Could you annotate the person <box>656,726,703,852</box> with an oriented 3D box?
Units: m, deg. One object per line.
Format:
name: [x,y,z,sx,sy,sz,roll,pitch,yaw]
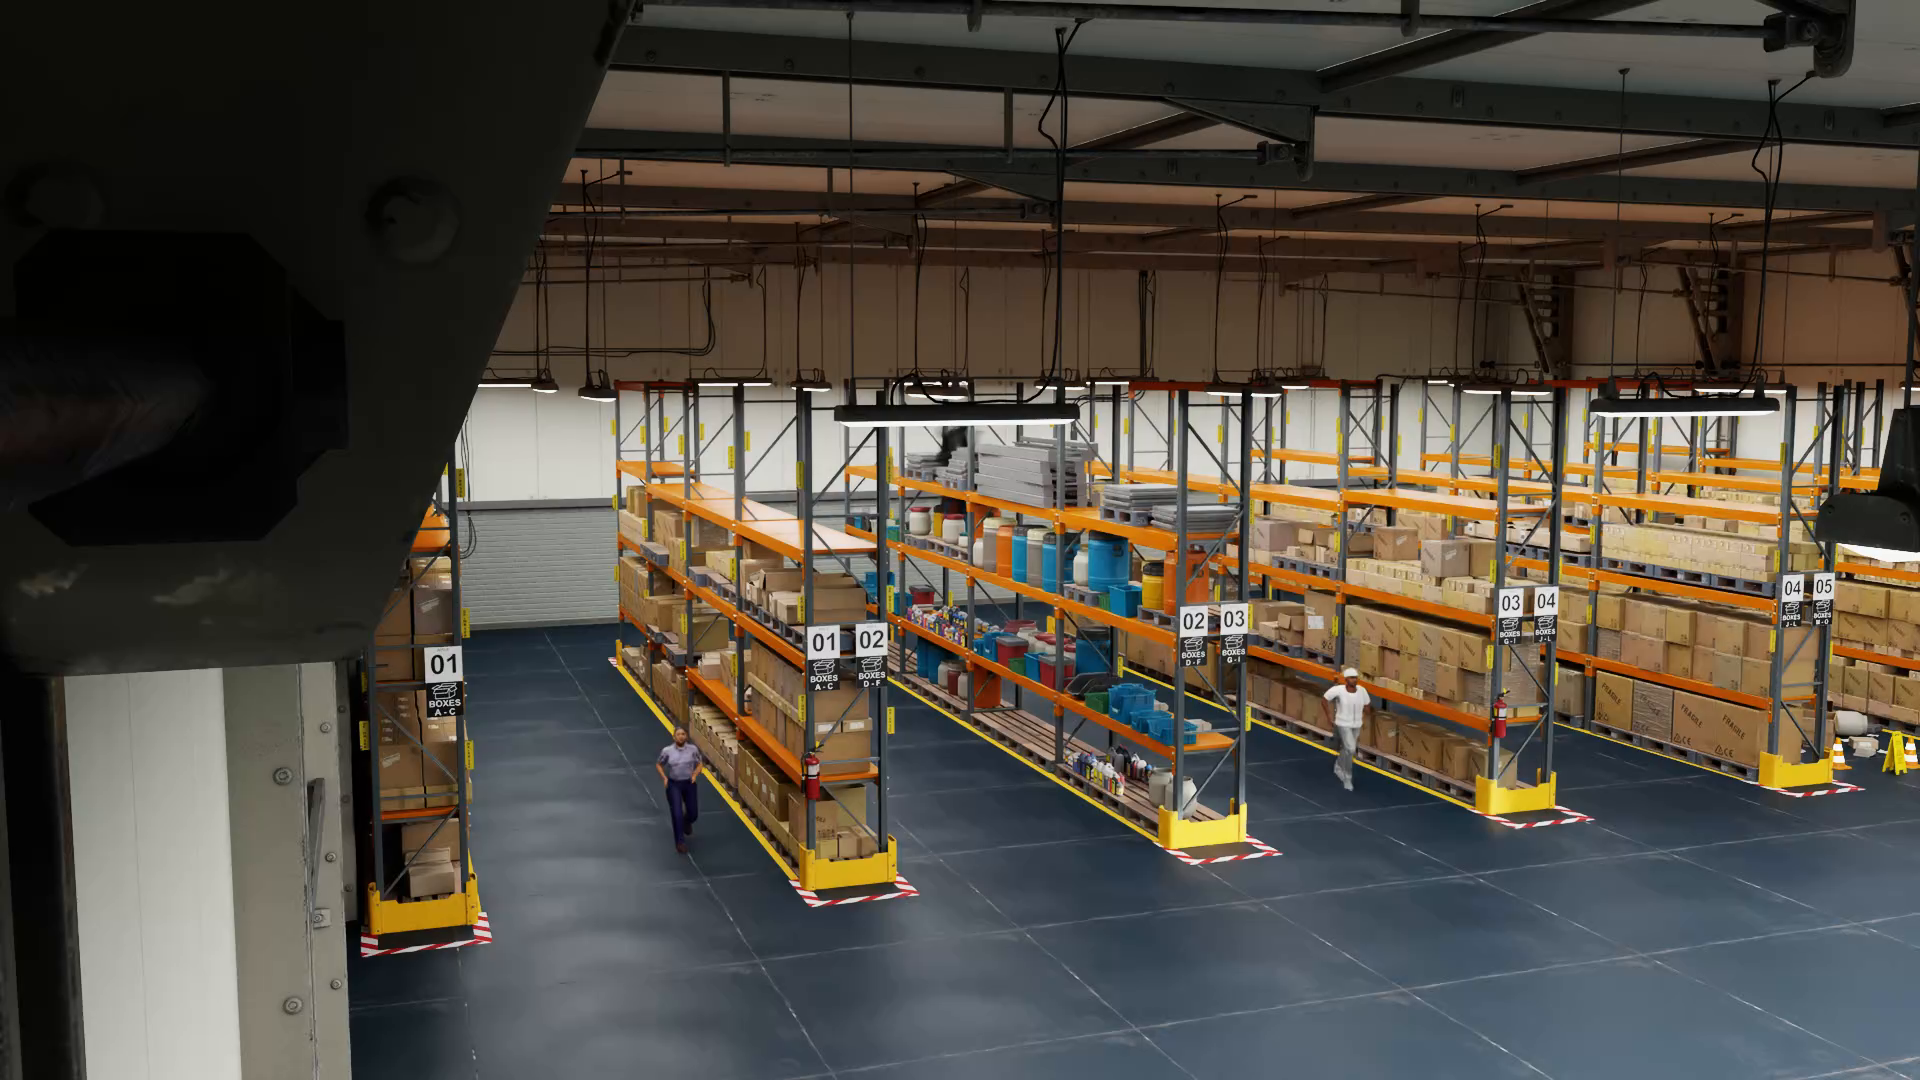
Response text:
person: [-3.669,3.238,21.811,0.613,1.589,0.687,-2,6,-17]

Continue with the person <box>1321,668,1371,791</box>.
person: [5.860,2.823,25.022,0.678,1.828,0.775,-2,6,-21]
